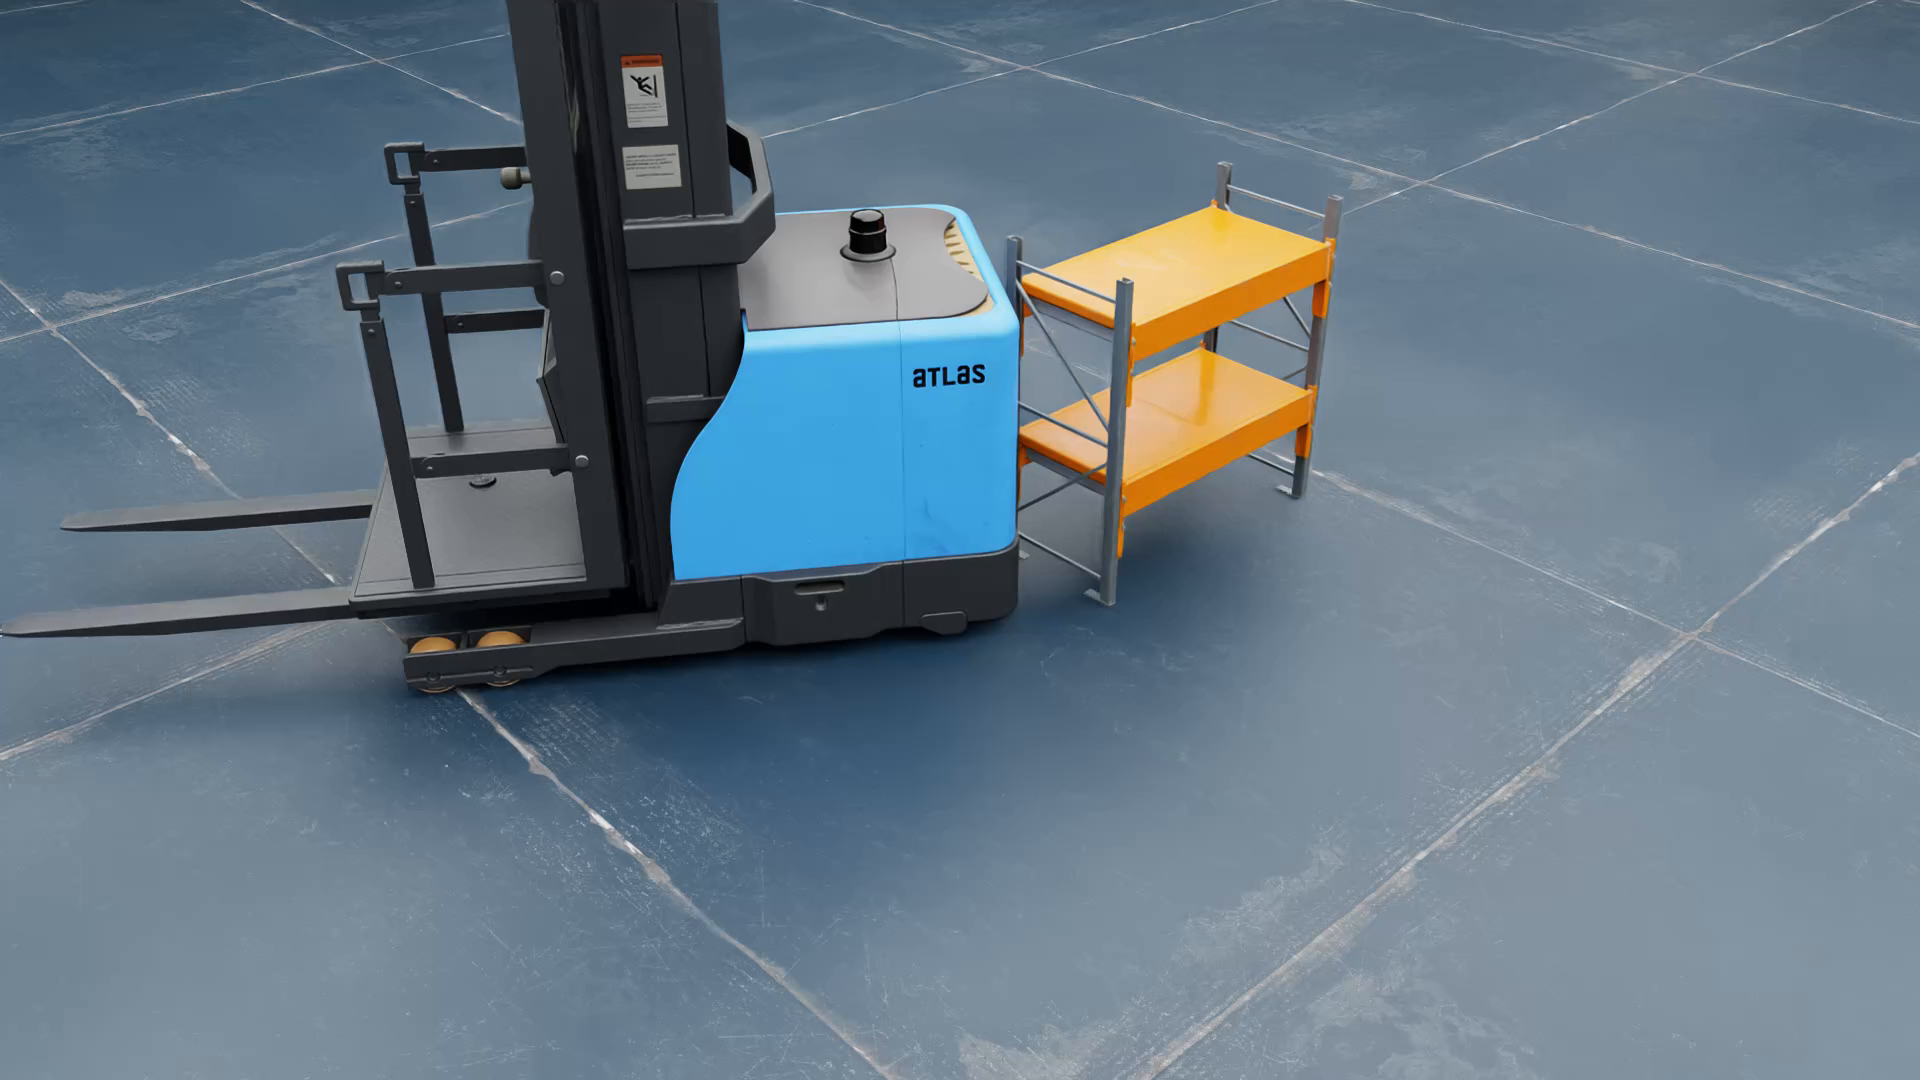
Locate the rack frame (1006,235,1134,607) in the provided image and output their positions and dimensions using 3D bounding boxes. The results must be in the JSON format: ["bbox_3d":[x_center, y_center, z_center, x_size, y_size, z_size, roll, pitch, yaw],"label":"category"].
[{"bbox_3d":[0.324,-0.363,5.265,0.032,1.125,0.500,-26,40,-36],"label":"rack frame"}]

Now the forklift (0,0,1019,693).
[{"bbox_3d":[-1.380,-1.088,4.721,3.031,2.935,1.130,-5,32,-8],"label":"forklift"}]

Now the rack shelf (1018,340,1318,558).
[{"bbox_3d":[0.696,-0.335,5.688,1.000,0.278,0.538,-26,40,-36],"label":"rack shelf"}]

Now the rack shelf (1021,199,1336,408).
[{"bbox_3d":[0.696,-0.793,5.408,1.000,0.278,0.538,-26,40,-36],"label":"rack shelf"}]

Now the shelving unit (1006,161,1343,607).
[{"bbox_3d":[0.696,-0.543,5.561,1.048,1.125,0.538,-26,40,-36],"label":"shelving unit"}]

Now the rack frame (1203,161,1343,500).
[{"bbox_3d":[1.067,-0.724,5.856,0.032,1.125,0.500,-26,40,-36],"label":"rack frame"}]
